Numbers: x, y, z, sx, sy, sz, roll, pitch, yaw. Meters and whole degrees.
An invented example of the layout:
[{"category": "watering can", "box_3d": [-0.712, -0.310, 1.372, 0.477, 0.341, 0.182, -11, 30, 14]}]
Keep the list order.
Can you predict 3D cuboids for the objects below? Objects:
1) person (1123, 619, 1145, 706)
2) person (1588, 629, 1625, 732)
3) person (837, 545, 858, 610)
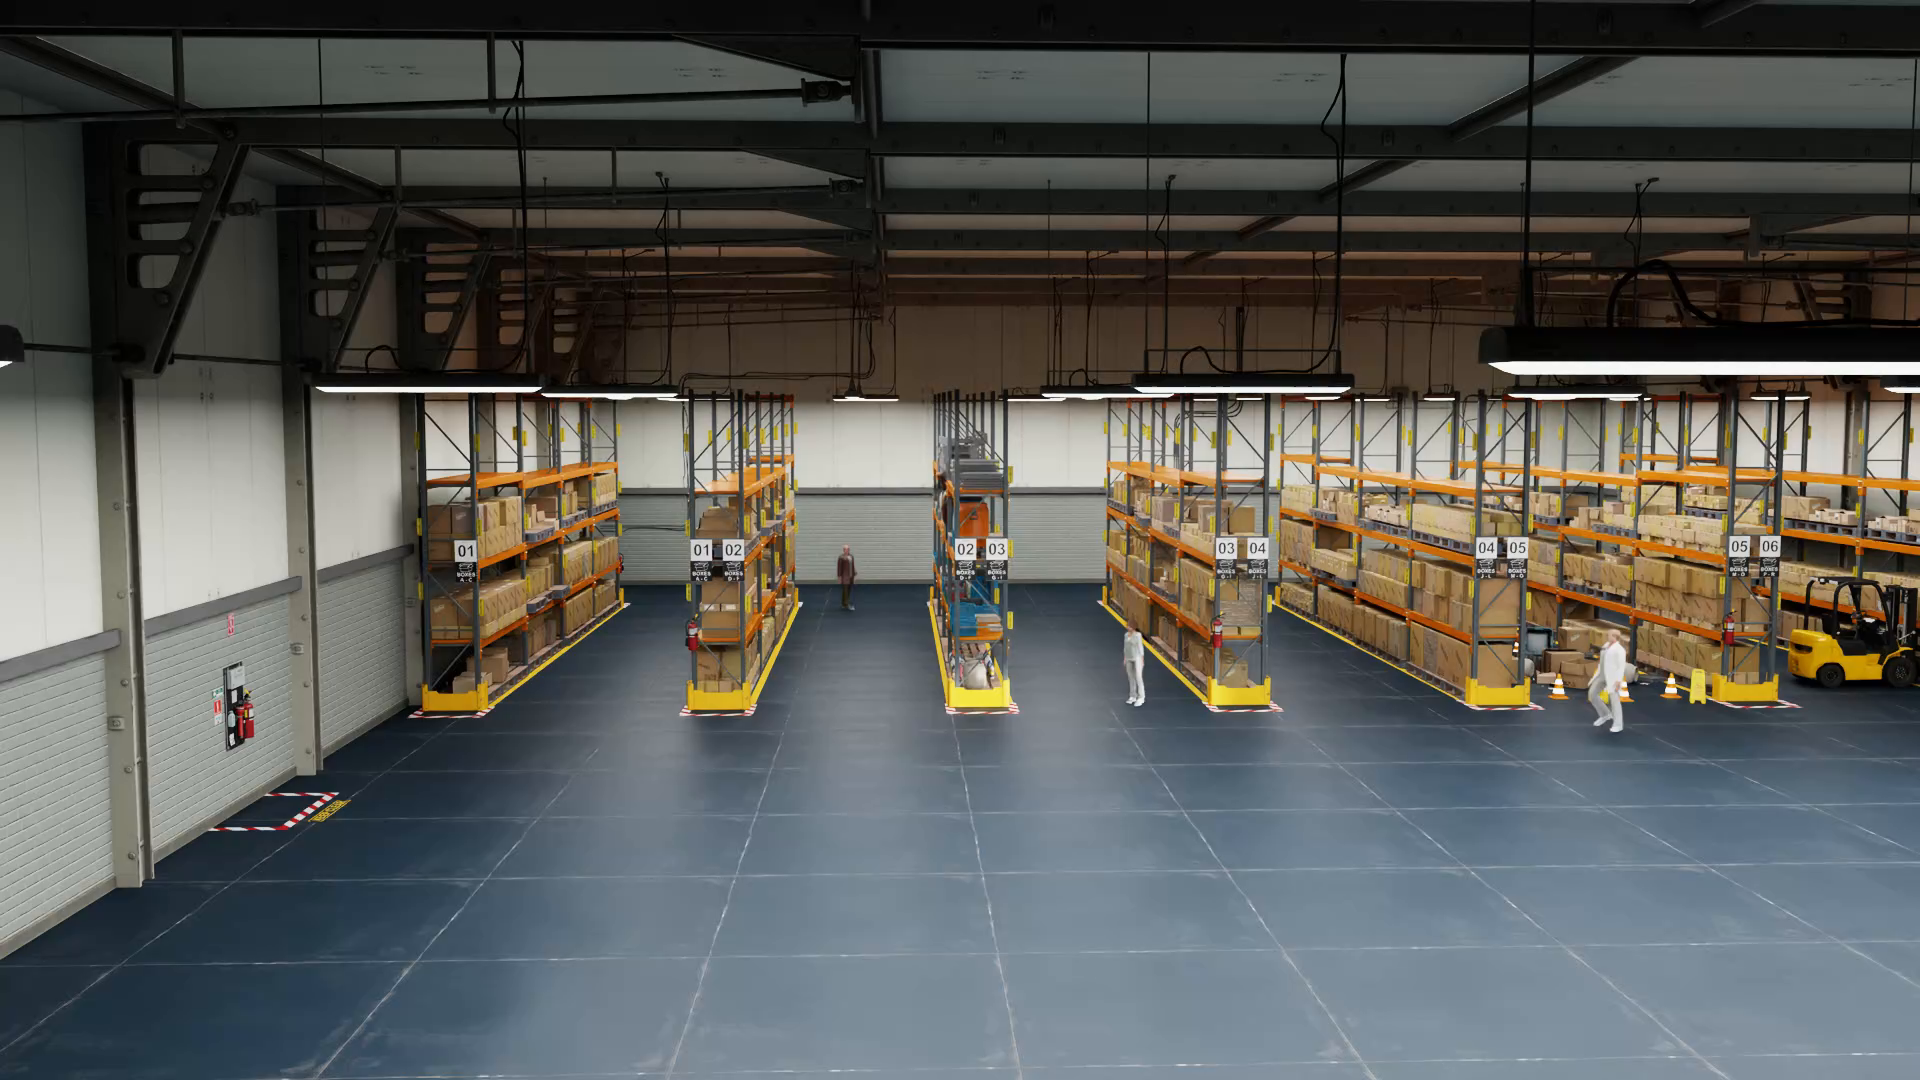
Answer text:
[{"category": "person", "box_3d": [3.313, 2.329, 31.827, 0.507, 1.610, 0.394, 4, 6, 43]}, {"category": "person", "box_3d": [11.392, 2.440, 29.198, 0.471, 1.779, 0.686, -2, 5, -26]}, {"category": "person", "box_3d": [-3.099, 1.085, 46.588, 0.635, 1.704, 0.611, 4, 6, 37]}]
